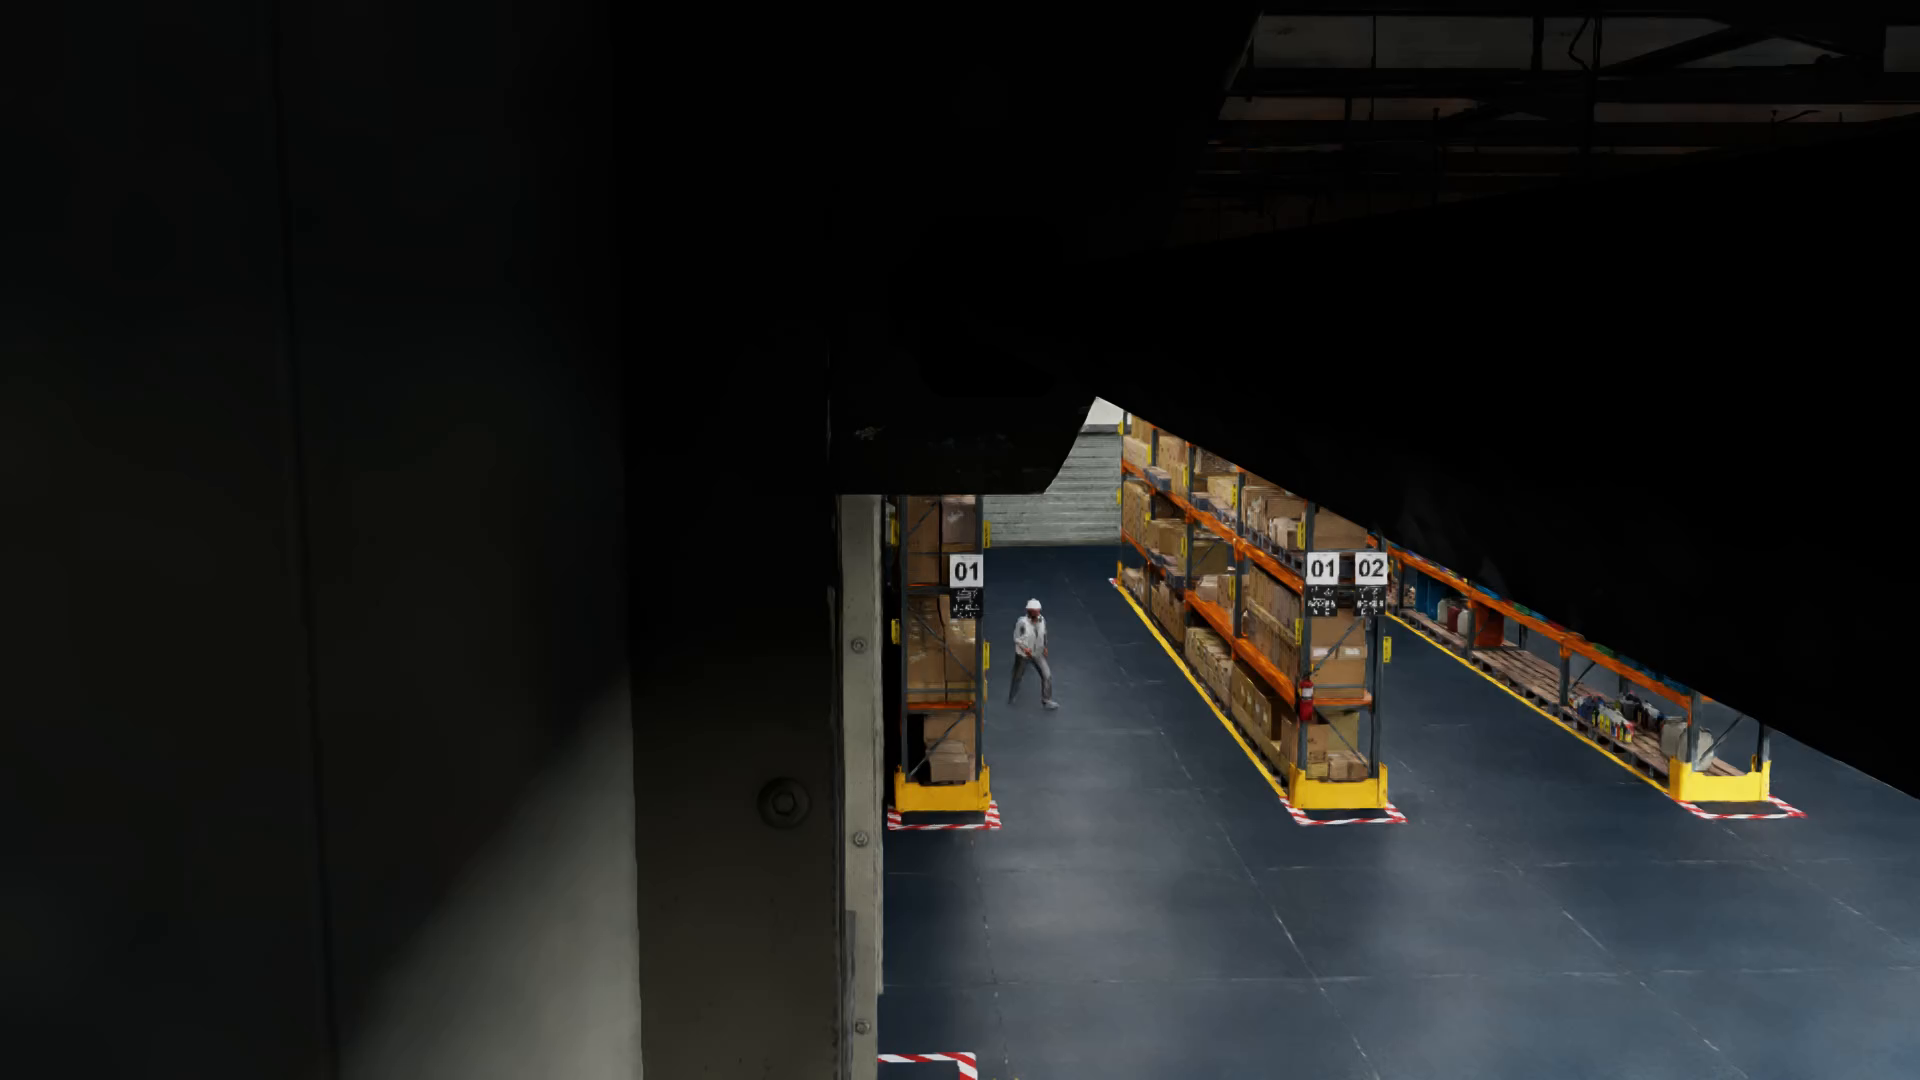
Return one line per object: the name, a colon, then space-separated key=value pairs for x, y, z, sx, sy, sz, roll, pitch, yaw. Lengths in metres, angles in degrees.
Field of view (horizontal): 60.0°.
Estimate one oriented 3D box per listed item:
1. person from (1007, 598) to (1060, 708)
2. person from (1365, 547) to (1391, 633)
person: x=1.089 y=1.719 z=25.580 sx=0.682 sy=1.713 sz=0.844 roll=-3 pitch=9 yaw=-19
person: x=7.856 y=0.912 z=31.354 sx=0.622 sy=1.637 sz=0.649 roll=0 pitch=8 yaw=3
